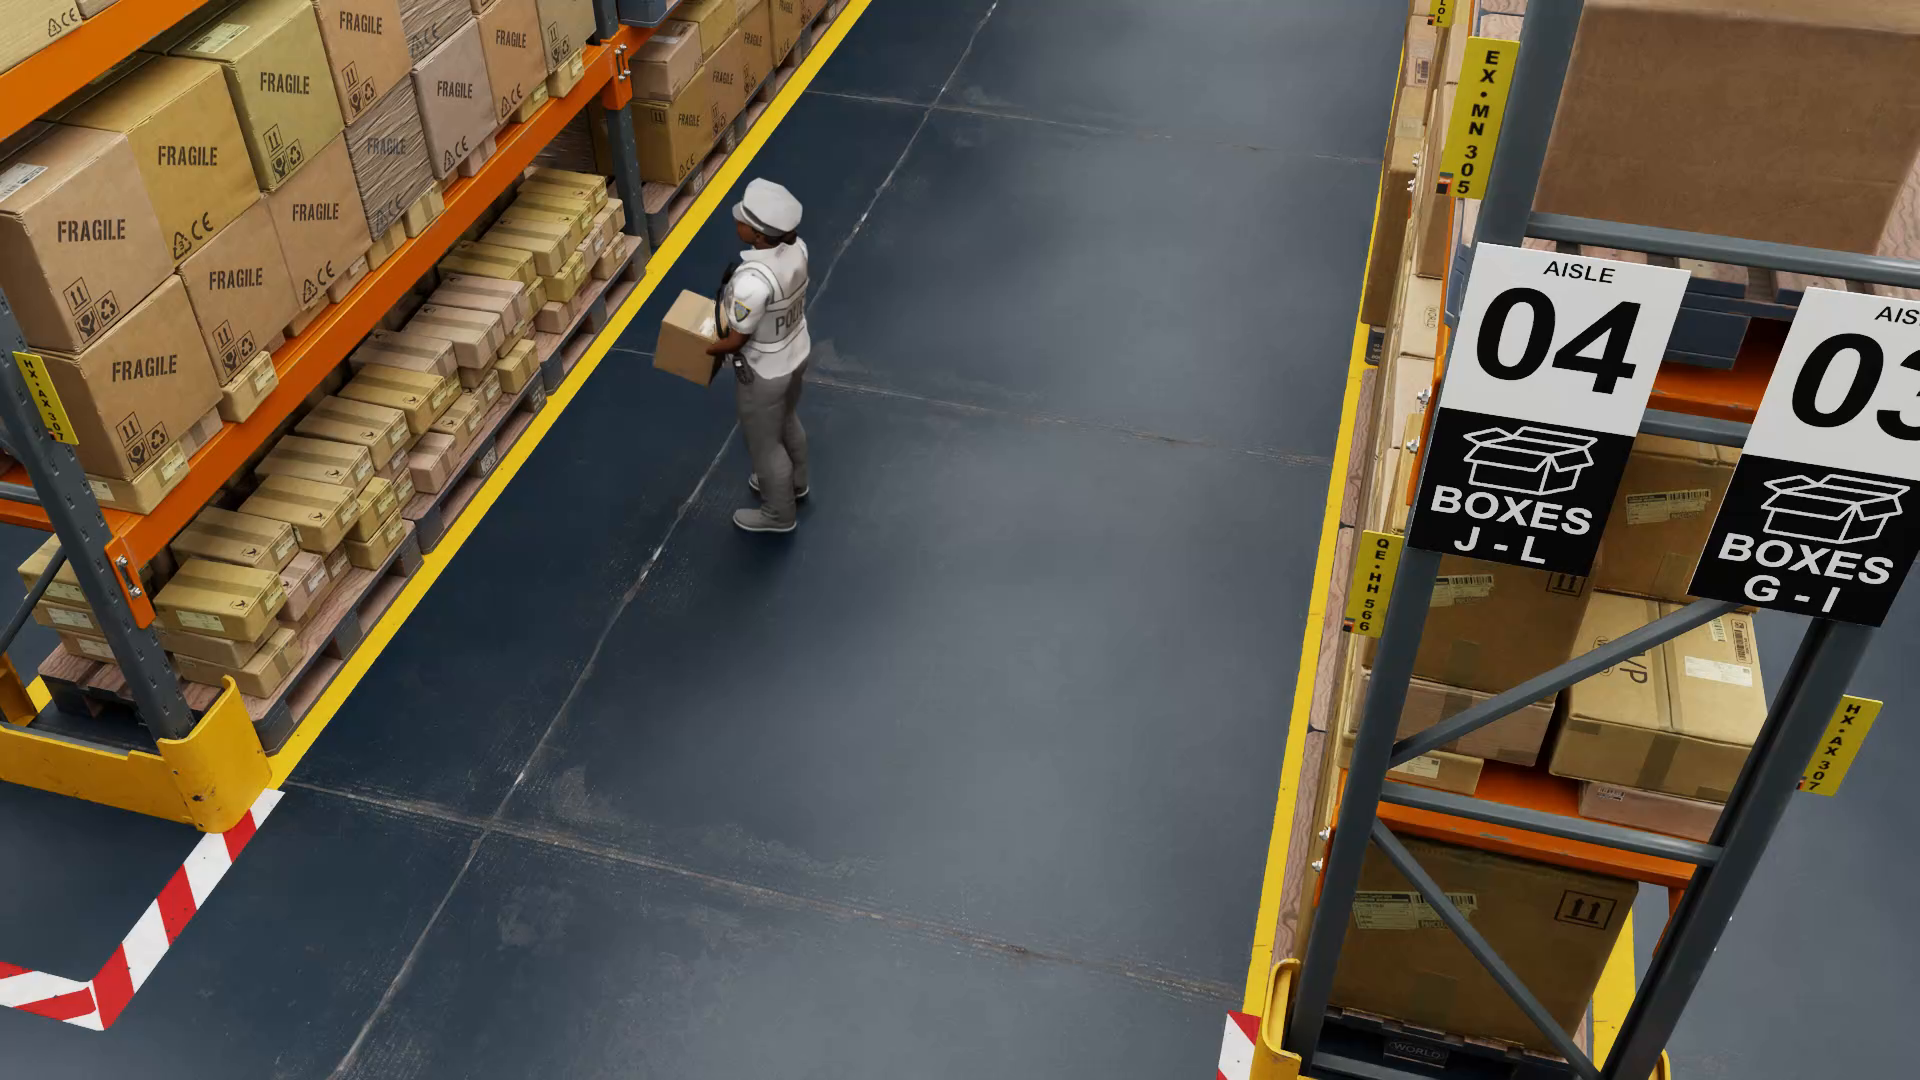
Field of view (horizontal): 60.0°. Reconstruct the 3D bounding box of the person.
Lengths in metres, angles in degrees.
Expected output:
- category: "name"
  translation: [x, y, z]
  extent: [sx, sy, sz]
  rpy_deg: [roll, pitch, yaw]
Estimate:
- category: "person"
  translation: [-0.863, -0.763, 6.997]
  extent: [0.519, 1.702, 0.461]
  rpy_deg: [15, 43, 16]
